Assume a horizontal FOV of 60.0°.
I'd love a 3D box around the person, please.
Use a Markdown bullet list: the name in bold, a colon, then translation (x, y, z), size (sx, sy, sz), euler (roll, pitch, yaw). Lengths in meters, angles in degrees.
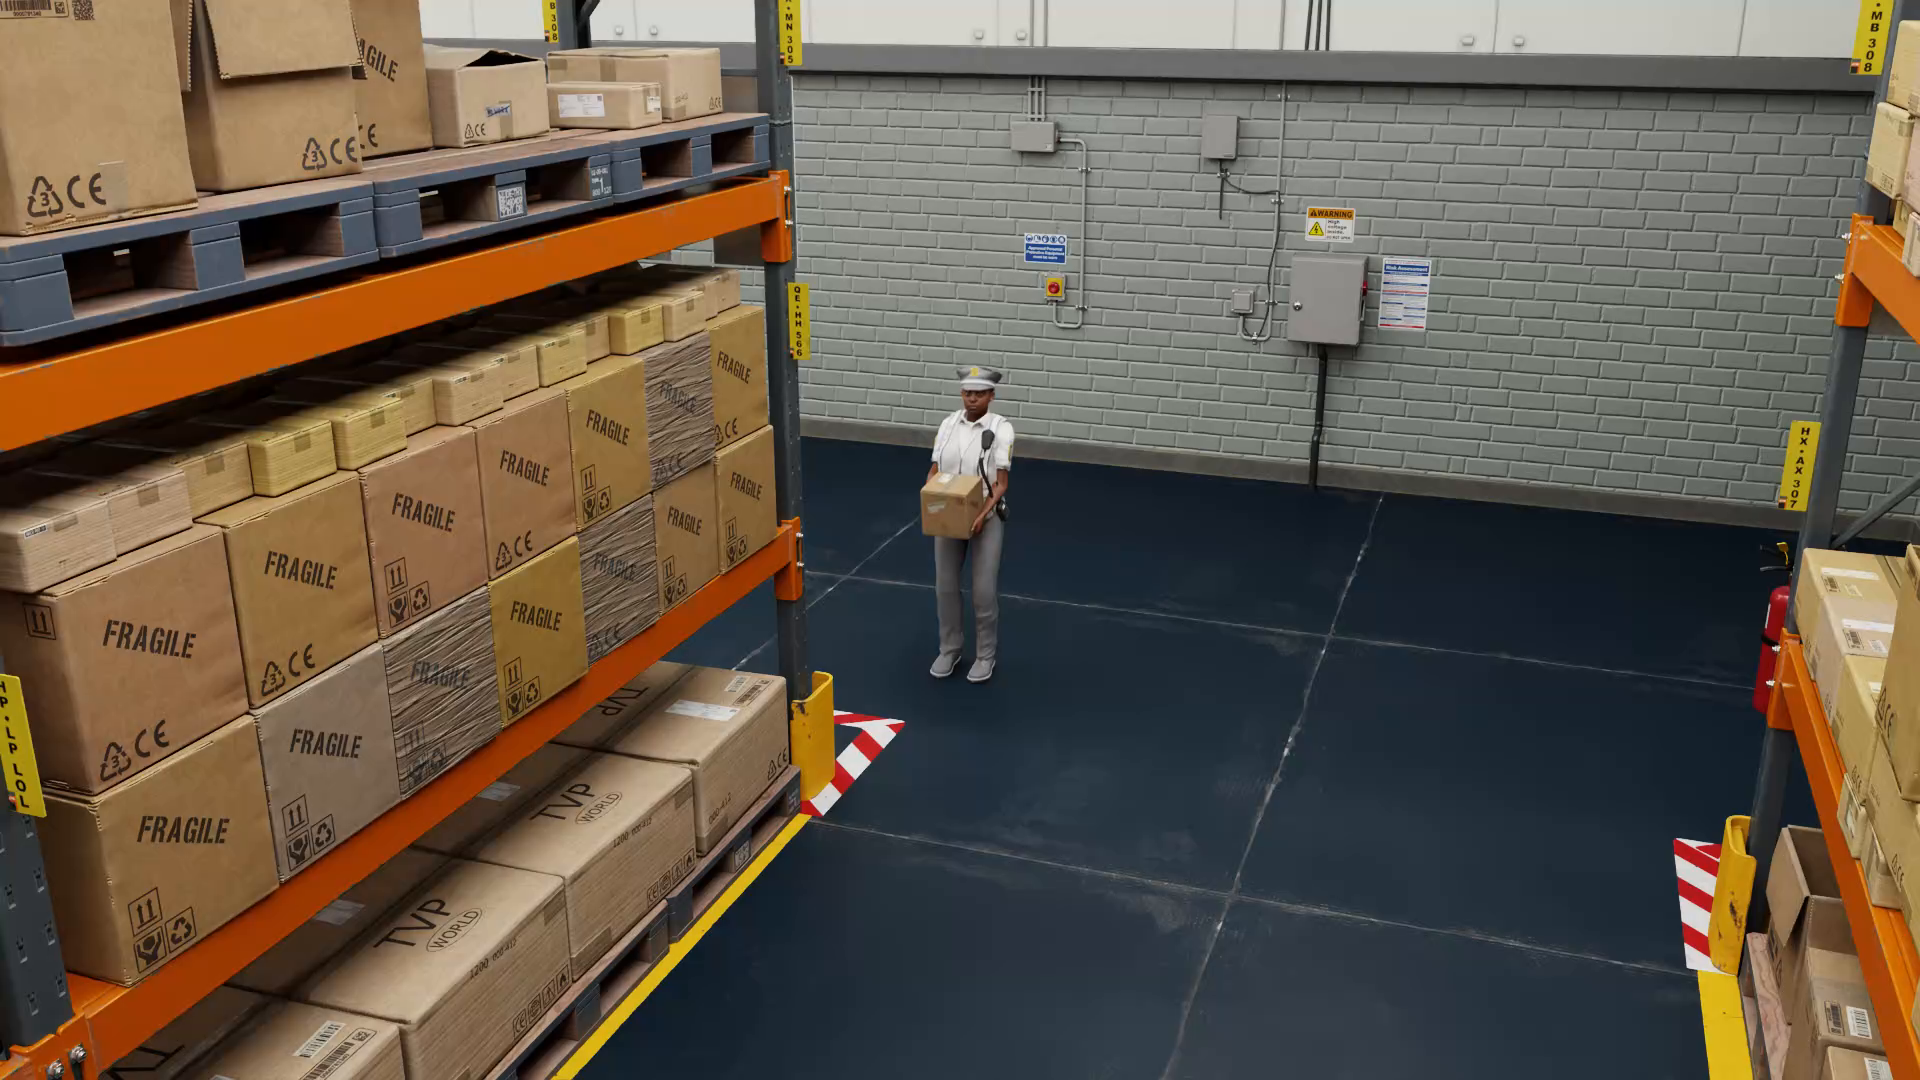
- **person**: translation (0.030, -0.087, 8.779), size (0.450, 1.687, 0.538), euler (7, 20, 19)
